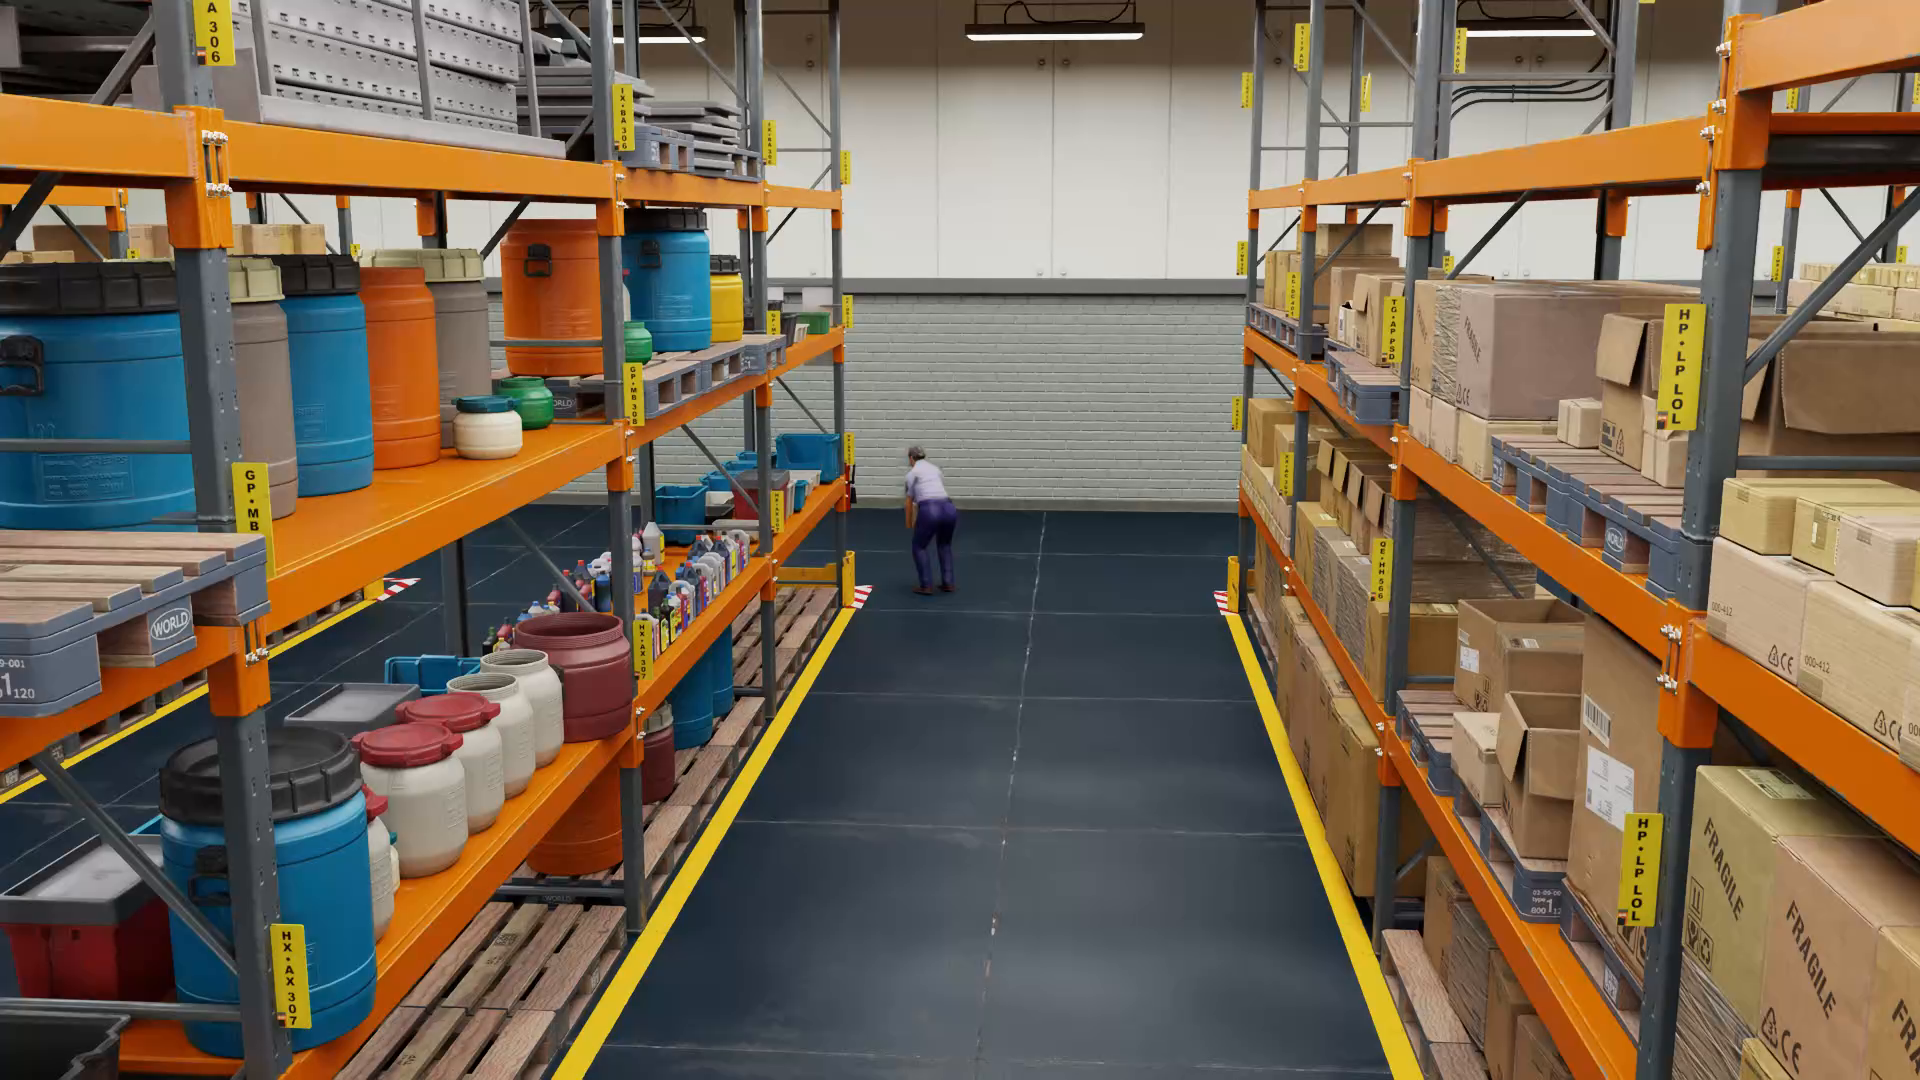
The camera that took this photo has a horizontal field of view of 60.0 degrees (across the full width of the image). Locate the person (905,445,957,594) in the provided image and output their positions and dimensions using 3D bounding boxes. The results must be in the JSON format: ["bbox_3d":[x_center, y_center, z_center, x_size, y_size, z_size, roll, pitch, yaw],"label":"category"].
[{"bbox_3d":[-0.321,-0.218,17.438,0.454,1.531,0.623,-7,13,-31],"label":"person"}]
